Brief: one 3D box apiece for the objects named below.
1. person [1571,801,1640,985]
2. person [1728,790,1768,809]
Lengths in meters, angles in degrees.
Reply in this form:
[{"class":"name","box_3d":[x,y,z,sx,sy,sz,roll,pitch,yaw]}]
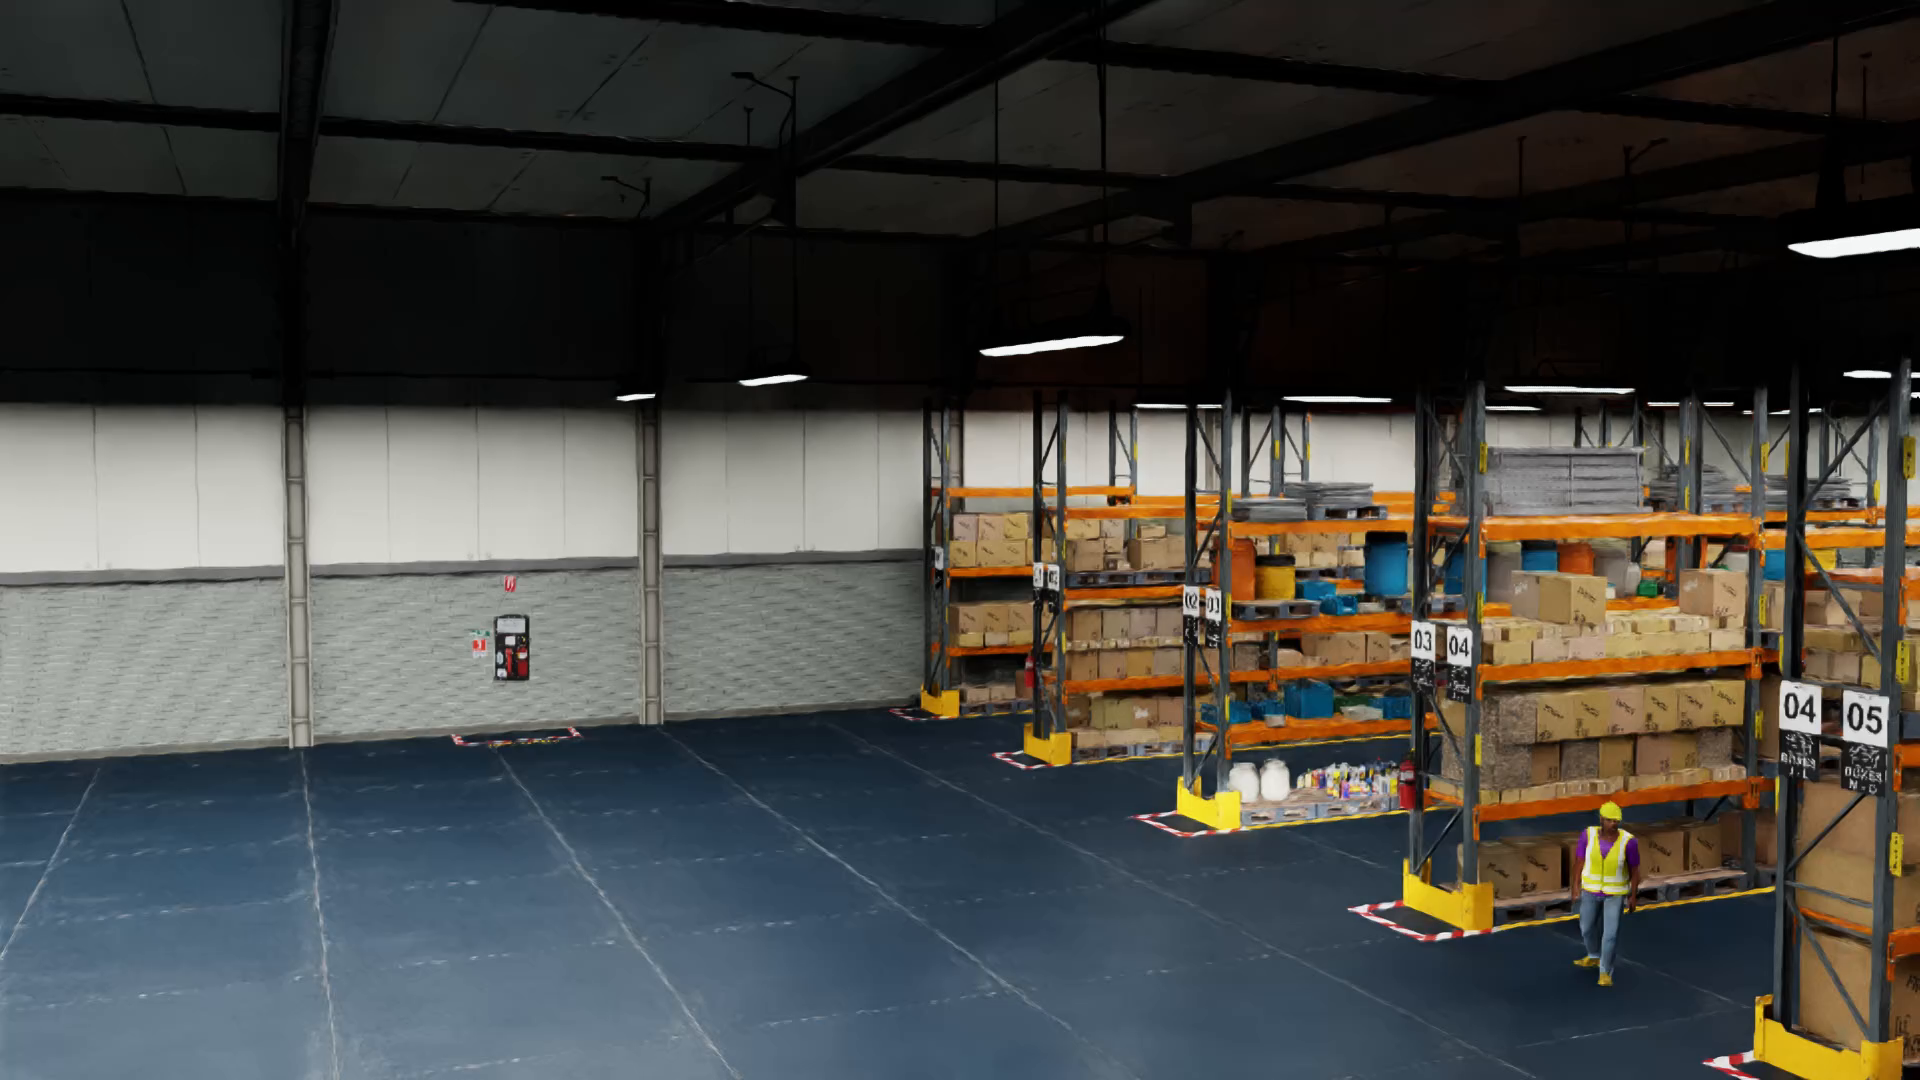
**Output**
[{"class":"person","box_3d":[6.192,3.352,15.954,0.607,1.754,0.577,2,4,32]},{"class":"person","box_3d":[10.344,3.030,21.764,0.528,1.715,0.682,-2,4,-24]}]
